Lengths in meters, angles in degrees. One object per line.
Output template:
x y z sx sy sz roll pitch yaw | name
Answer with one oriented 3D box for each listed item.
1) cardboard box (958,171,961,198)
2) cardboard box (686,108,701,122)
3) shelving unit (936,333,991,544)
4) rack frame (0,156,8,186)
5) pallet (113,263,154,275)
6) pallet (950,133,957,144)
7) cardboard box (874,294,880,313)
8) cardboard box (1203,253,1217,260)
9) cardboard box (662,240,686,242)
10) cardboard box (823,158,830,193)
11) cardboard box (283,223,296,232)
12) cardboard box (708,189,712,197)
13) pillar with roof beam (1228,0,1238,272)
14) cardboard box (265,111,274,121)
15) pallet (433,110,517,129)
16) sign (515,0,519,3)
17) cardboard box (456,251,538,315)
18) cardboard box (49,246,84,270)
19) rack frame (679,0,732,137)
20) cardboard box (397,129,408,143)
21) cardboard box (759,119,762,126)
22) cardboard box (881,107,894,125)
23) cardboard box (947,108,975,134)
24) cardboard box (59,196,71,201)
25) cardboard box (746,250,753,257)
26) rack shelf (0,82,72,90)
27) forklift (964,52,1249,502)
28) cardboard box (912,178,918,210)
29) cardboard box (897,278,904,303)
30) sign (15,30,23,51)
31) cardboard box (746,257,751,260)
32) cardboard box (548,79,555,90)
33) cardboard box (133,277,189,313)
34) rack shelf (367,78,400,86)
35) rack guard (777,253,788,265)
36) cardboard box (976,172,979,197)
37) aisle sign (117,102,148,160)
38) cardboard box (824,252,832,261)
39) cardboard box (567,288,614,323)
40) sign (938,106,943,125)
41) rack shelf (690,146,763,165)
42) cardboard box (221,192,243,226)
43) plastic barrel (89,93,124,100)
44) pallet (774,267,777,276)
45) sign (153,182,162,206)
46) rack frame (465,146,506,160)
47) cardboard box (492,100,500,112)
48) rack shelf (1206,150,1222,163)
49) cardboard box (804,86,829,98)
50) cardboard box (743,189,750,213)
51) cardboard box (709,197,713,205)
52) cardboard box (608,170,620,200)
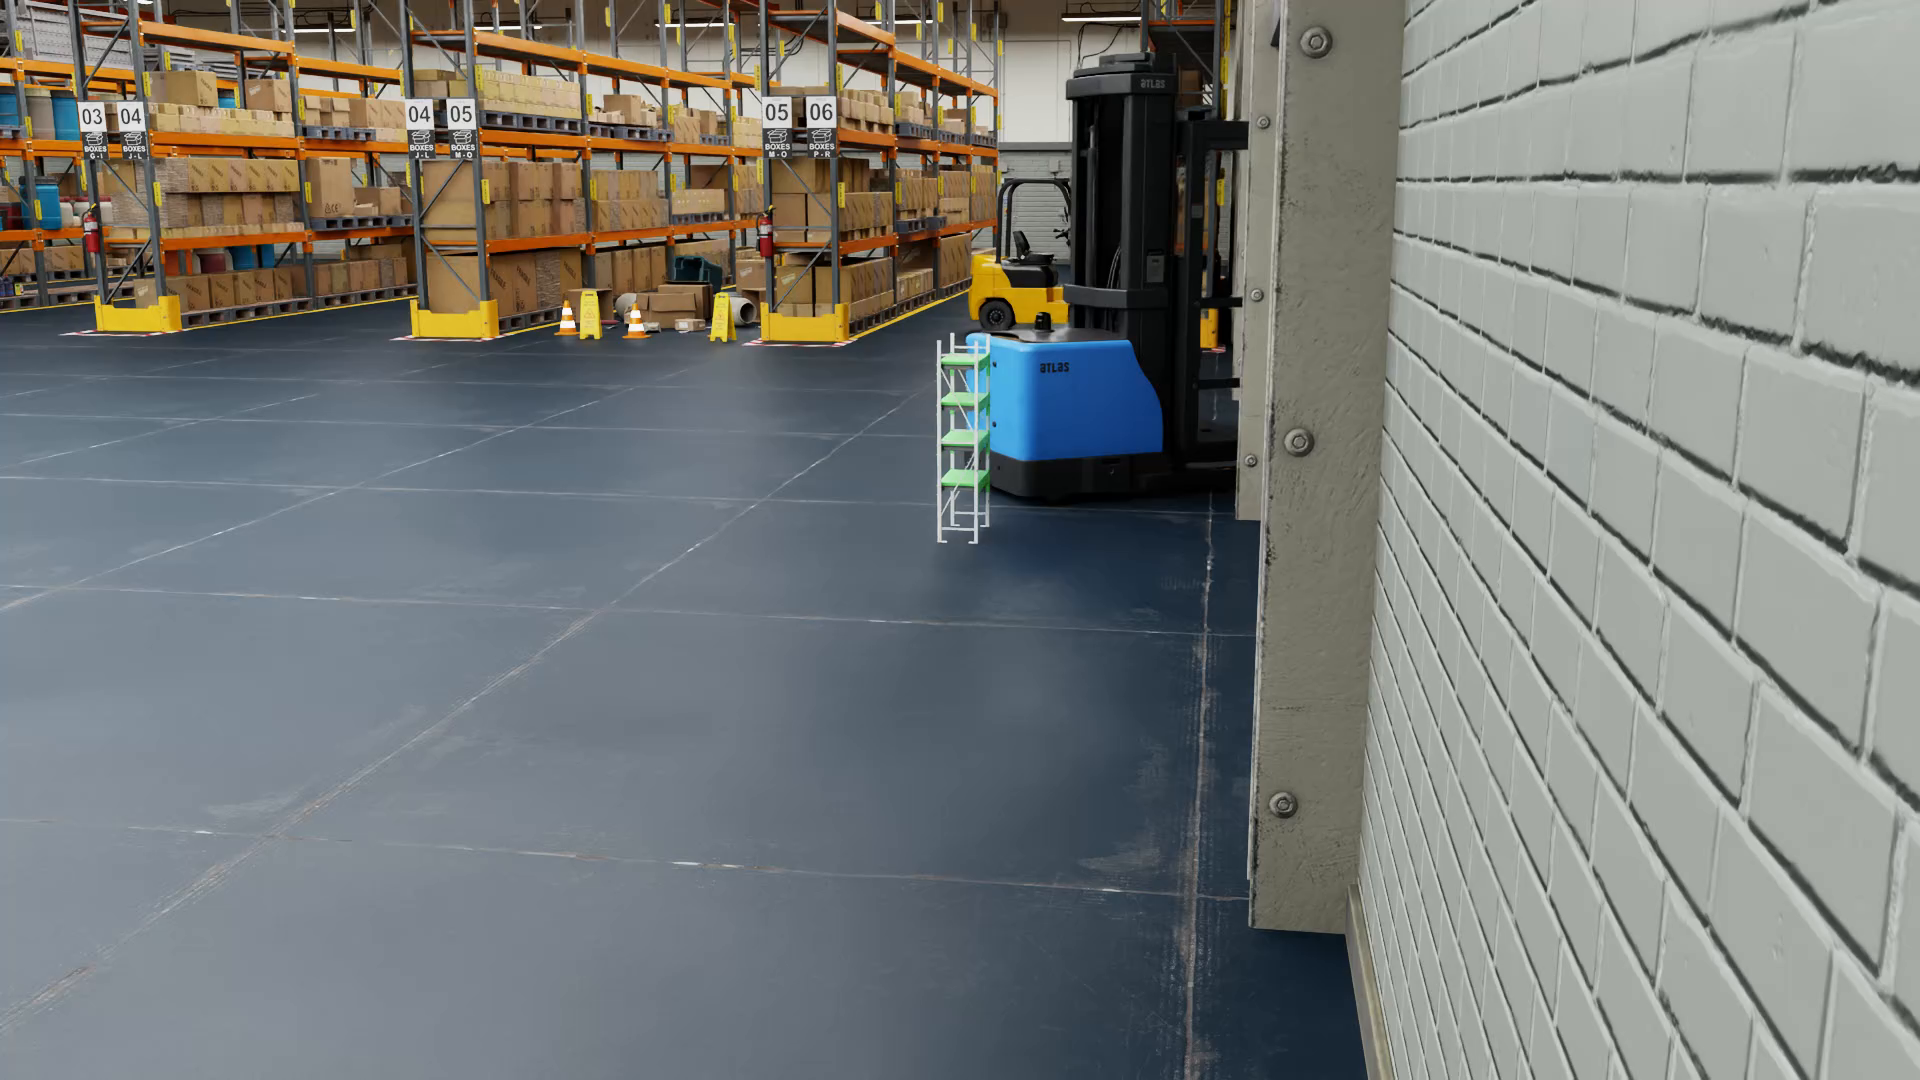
-0.261 -6.897 32.264 0.500 0.500 0.500 2 12 10 | cardboard box
-5.545 -8.217 32.640 0.797 0.503 0.637 2 12 8 | cardboard box
0.025 -0.621 10.027 0.258 1.200 0.503 2 12 9 | shelving unit
-24.131 -8.308 41.424 1.000 3.000 0.127 2 12 9 | rack frame
-19.559 -6.350 38.958 1.003 0.211 1.213 2 12 9 | pallet
-0.671 -7.583 31.387 1.003 0.211 1.213 2 12 11 | pallet
-1.482 -3.520 24.737 0.500 0.250 0.500 2 12 10 | cardboard box
4.407 -5.079 29.838 0.380 0.149 0.250 3 12 12 | cardboard box
-5.715 -5.800 32.942 0.500 0.250 0.500 2 12 11 | cardboard box
-2.169 -5.076 23.112 0.700 0.500 0.500 2 12 9 | cardboard box
-11.084 -5.100 27.133 0.380 0.149 0.250 2 12 9 | cardboard box
-5.169 -6.931 33.223 0.380 0.149 0.250 2 12 8 | cardboard box
2.301 -10.950 39.442 9.100 9.000 0.548 2 12 9 | pillar with roof beam
-11.143 -6.732 26.400 0.380 0.149 0.250 1 12 6 | cardboard box
-6.920 -5.892 23.303 1.003 0.211 1.213 2 12 9 | pallet
-6.946 -8.590 26.087 0.100 0.325 0.005 2 12 9 | sign
-6.851 -3.807 24.587 0.875 0.875 0.875 2 12 8 | cardboard box
-19.644 -6.197 36.517 0.500 0.500 0.500 2 12 8 | cardboard box
-5.178 -9.745 33.851 1.000 3.000 0.127 2 12 9 | rack frame
-10.509 -7.447 30.666 0.500 0.250 0.500 2 12 9 | cardboard box
-4.552 -9.133 36.354 0.380 0.149 0.250 2 12 10 | cardboard box
-1.304 -6.445 25.309 0.500 0.250 0.500 2 12 8 | cardboard box
0.027 -8.558 33.992 0.500 0.500 0.500 2 12 10 | cardboard box
-20.028 -7.477 37.330 0.500 0.500 0.500 2 12 10 | cardboard box
-4.692 -6.195 35.976 0.380 0.149 0.250 2 12 10 | cardboard box
-20.159 -9.285 34.373 1.077 0.370 4.000 2 12 9 | rack shelf
1.589 -1.867 11.699 3.031 2.935 1.130 -5 13 -23 | forklift
-0.980 -5.702 27.392 0.500 0.500 0.500 2 12 8 | cardboard box
-1.423 -4.037 26.849 0.950 0.372 0.625 2 12 9 | cardboard box
-15.646 -8.299 27.640 0.100 0.325 0.005 2 12 9 | sign
-4.744 -6.054 36.031 0.380 0.149 0.250 2 12 11 | cardboard box
-6.304 -6.837 24.947 0.380 0.149 0.250 2 12 9 | cardboard box
-11.796 -3.609 24.555 0.500 0.500 0.500 4 13 19 | cardboard box
-10.371 -8.963 32.880 1.077 0.370 4.000 2 12 9 | rack shelf
-4.574 -6.407 38.537 1.175 0.500 0.348 2 12 9 | rack guard
0.125 -7.407 34.631 0.500 0.500 0.500 2 12 8 | cardboard box
-11.622 -5.744 23.356 0.394 0.787 0.004 2 12 9 | aisle sign
-2.053 -4.251 24.809 0.380 0.149 0.250 3 12 12 | cardboard box
-5.633 -3.570 25.365 0.500 0.500 0.500 4 13 18 | cardboard box
-0.351 -7.541 29.519 0.100 0.325 0.005 2 12 9 | sign
-4.870 -8.343 36.175 1.077 0.370 4.000 2 12 9 | rack shelf
-11.631 -5.118 25.679 0.875 0.500 0.500 2 12 9 | cardboard box
-15.913 -7.869 31.078 0.600 0.901 0.600 0 12 0 | plastic barrel
-4.734 -6.098 37.788 1.003 0.211 1.213 2 12 9 | pallet
-11.373 -4.902 23.563 0.100 0.325 0.005 2 12 9 | sign
-10.063 -6.994 35.326 1.000 3.000 0.127 2 12 9 | rack frame
-6.615 -6.026 23.077 0.380 0.149 0.250 2 12 9 | cardboard box
4.326 -7.211 30.922 1.077 0.370 4.000 2 12 9 | rack shelf
-1.861 -5.976 22.184 0.380 0.149 0.250 2 12 8 | cardboard box
-4.784 -7.205 35.361 0.500 0.500 0.500 2 12 9 | cardboard box
-5.162 -6.787 33.261 0.380 0.149 0.250 1 12 7 | cardboard box
-6.183 -6.000 28.105 0.700 0.500 0.500 2 12 9 | cardboard box
